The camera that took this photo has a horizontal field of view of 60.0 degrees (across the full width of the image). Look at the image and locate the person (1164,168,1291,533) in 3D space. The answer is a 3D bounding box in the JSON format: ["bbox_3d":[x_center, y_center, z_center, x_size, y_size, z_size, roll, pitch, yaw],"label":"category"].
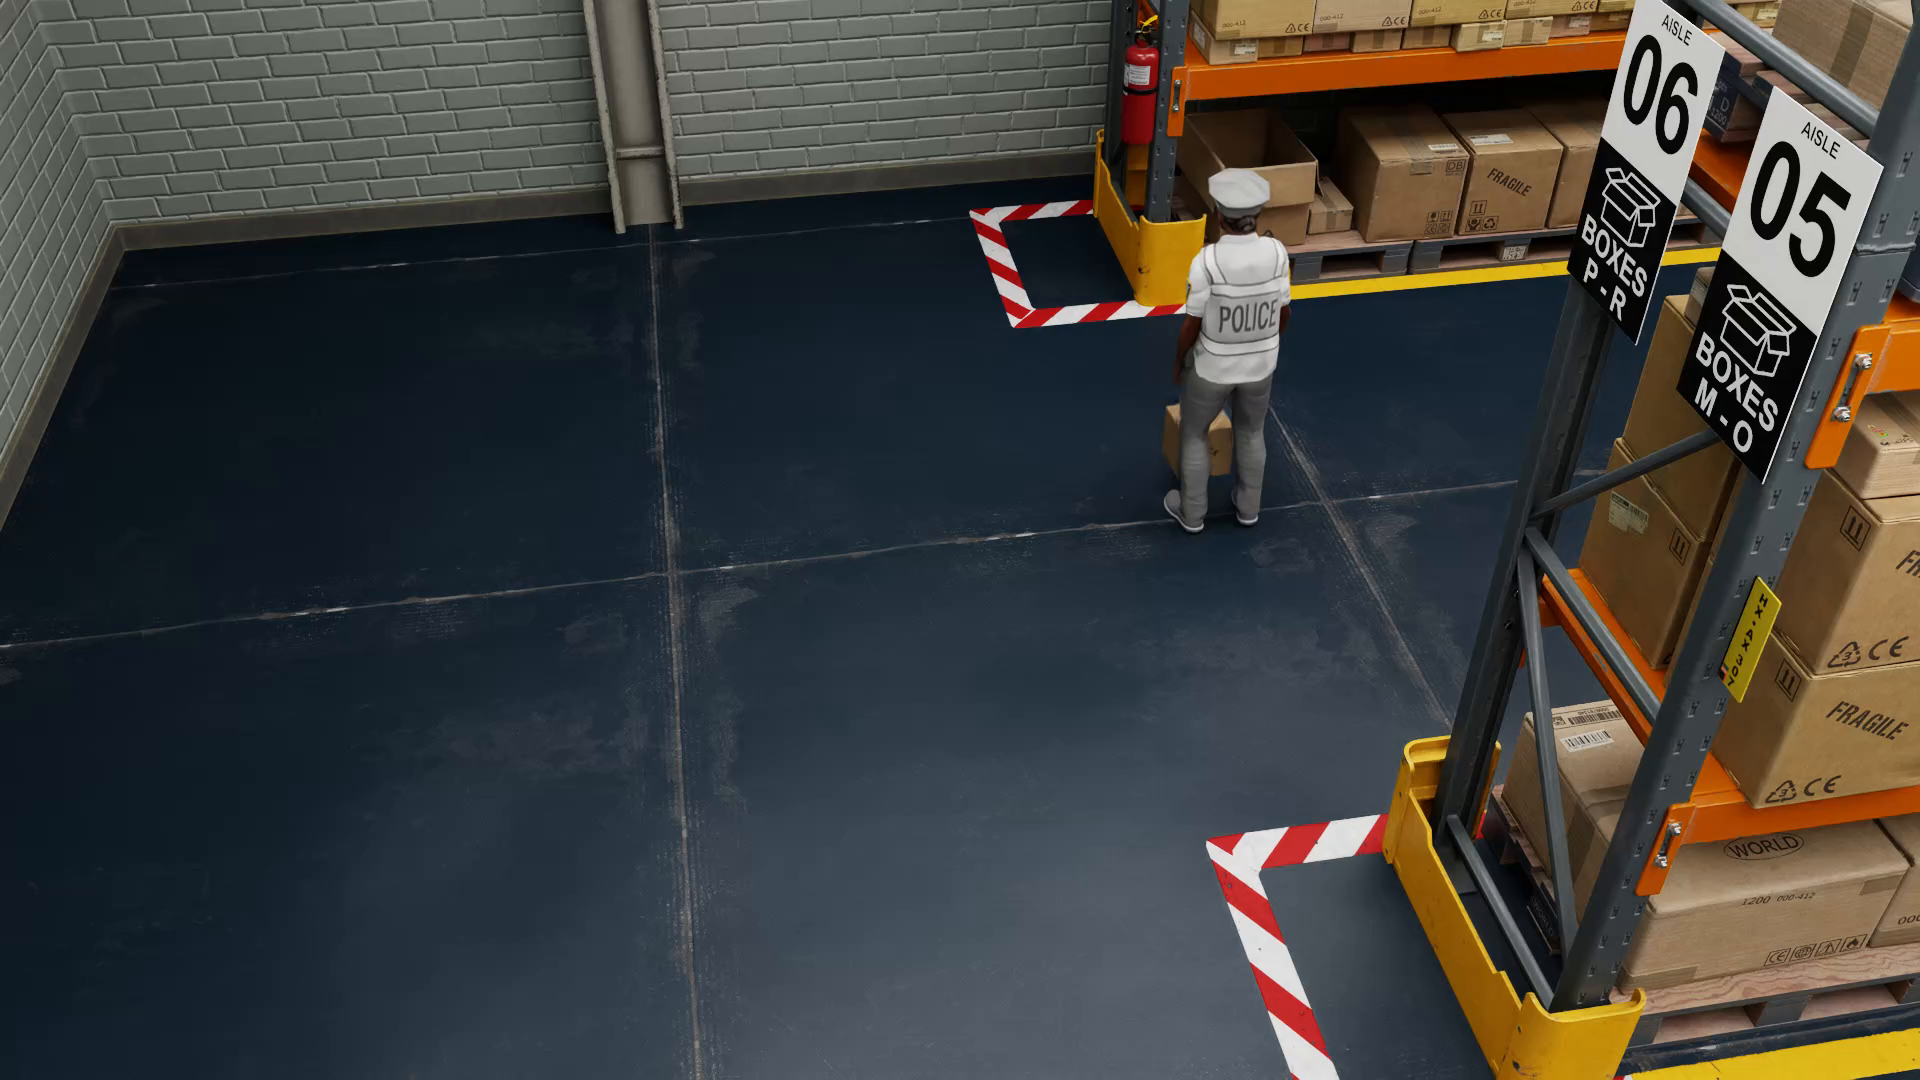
[{"bbox_3d":[1.150,-0.752,7.083,0.500,1.664,0.378,-7,39,-9],"label":"person"}]
